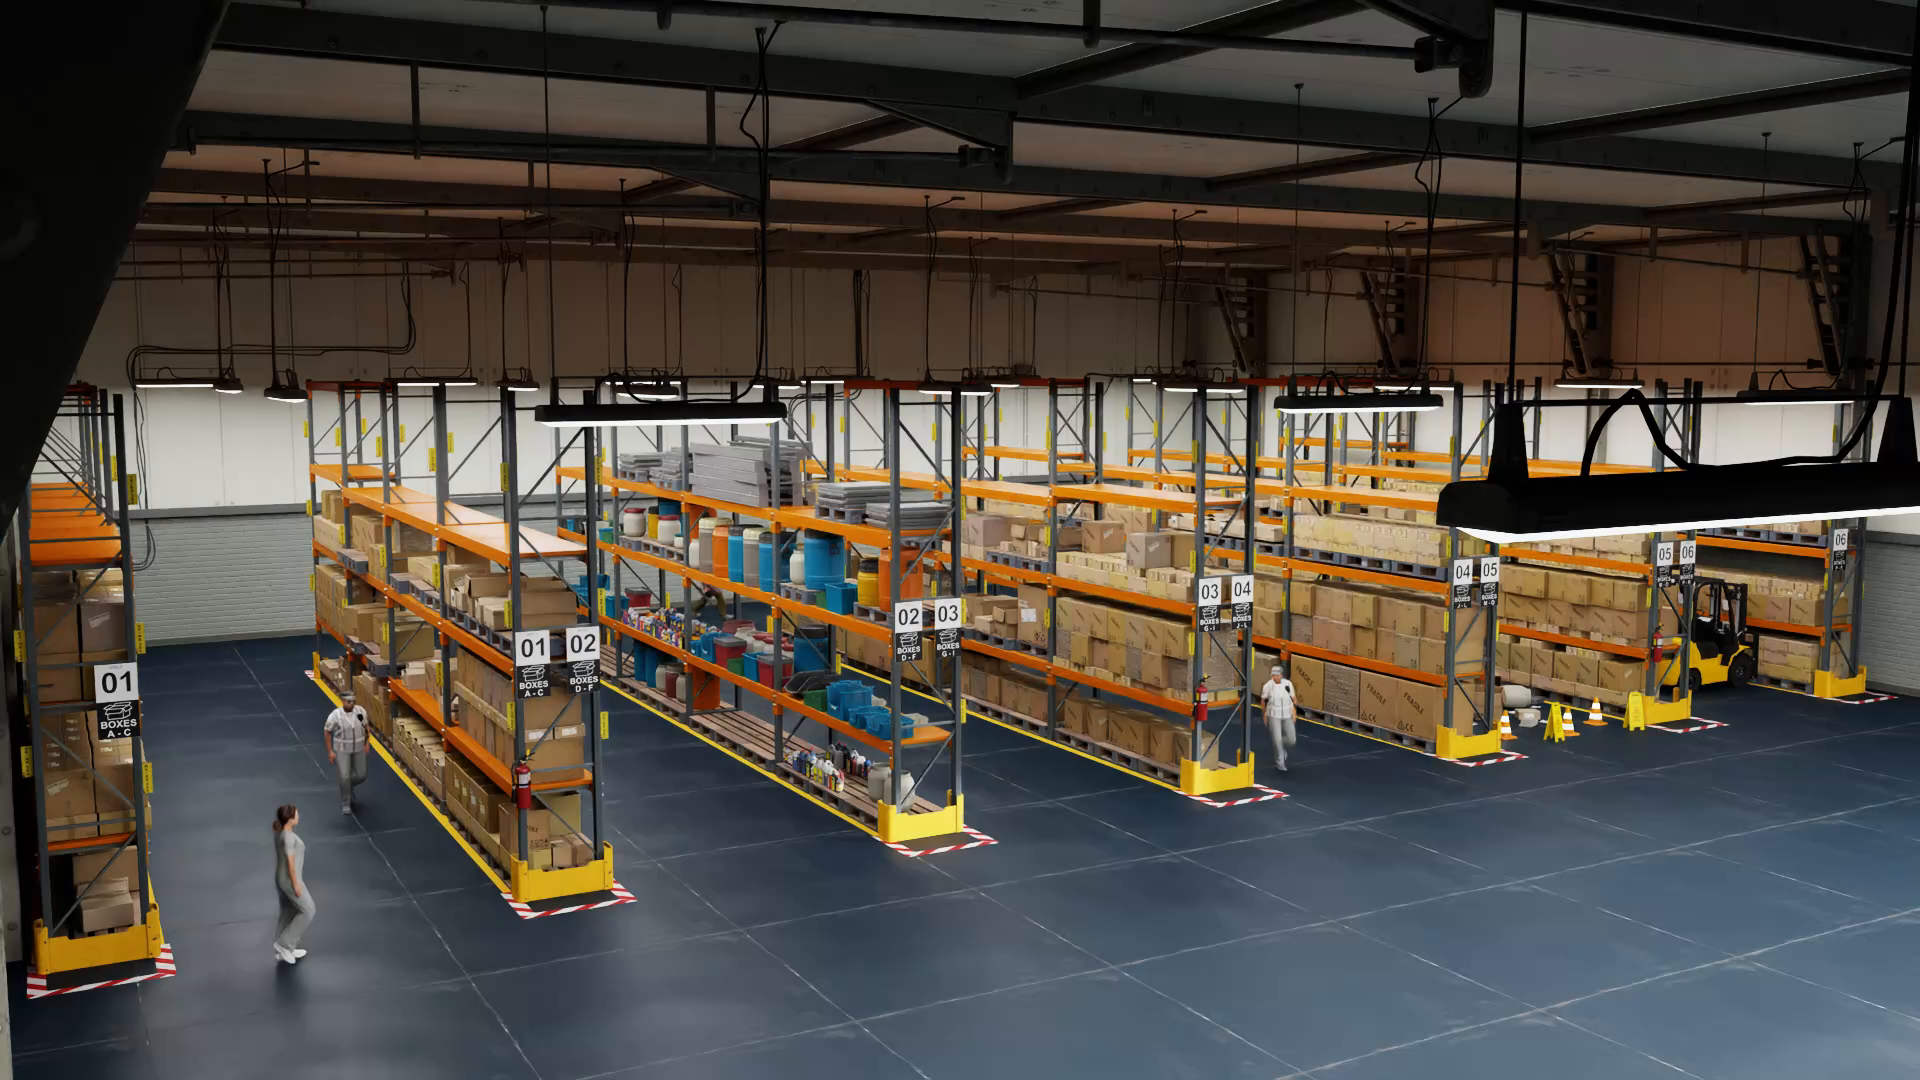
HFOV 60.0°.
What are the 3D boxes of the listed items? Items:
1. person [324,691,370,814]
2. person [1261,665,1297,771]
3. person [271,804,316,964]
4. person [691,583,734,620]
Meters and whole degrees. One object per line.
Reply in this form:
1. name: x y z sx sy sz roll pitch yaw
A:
1. person: -8.718 2.968 23.633 0.626 1.742 0.660 -5 8 -40
2. person: 4.995 2.764 26.078 0.535 1.628 0.576 -1 6 -6
3. person: -7.075 3.618 17.598 0.422 1.669 0.470 -3 7 -28
4. person: -6.168 1.102 41.111 1.166 1.725 0.561 0 6 -4
